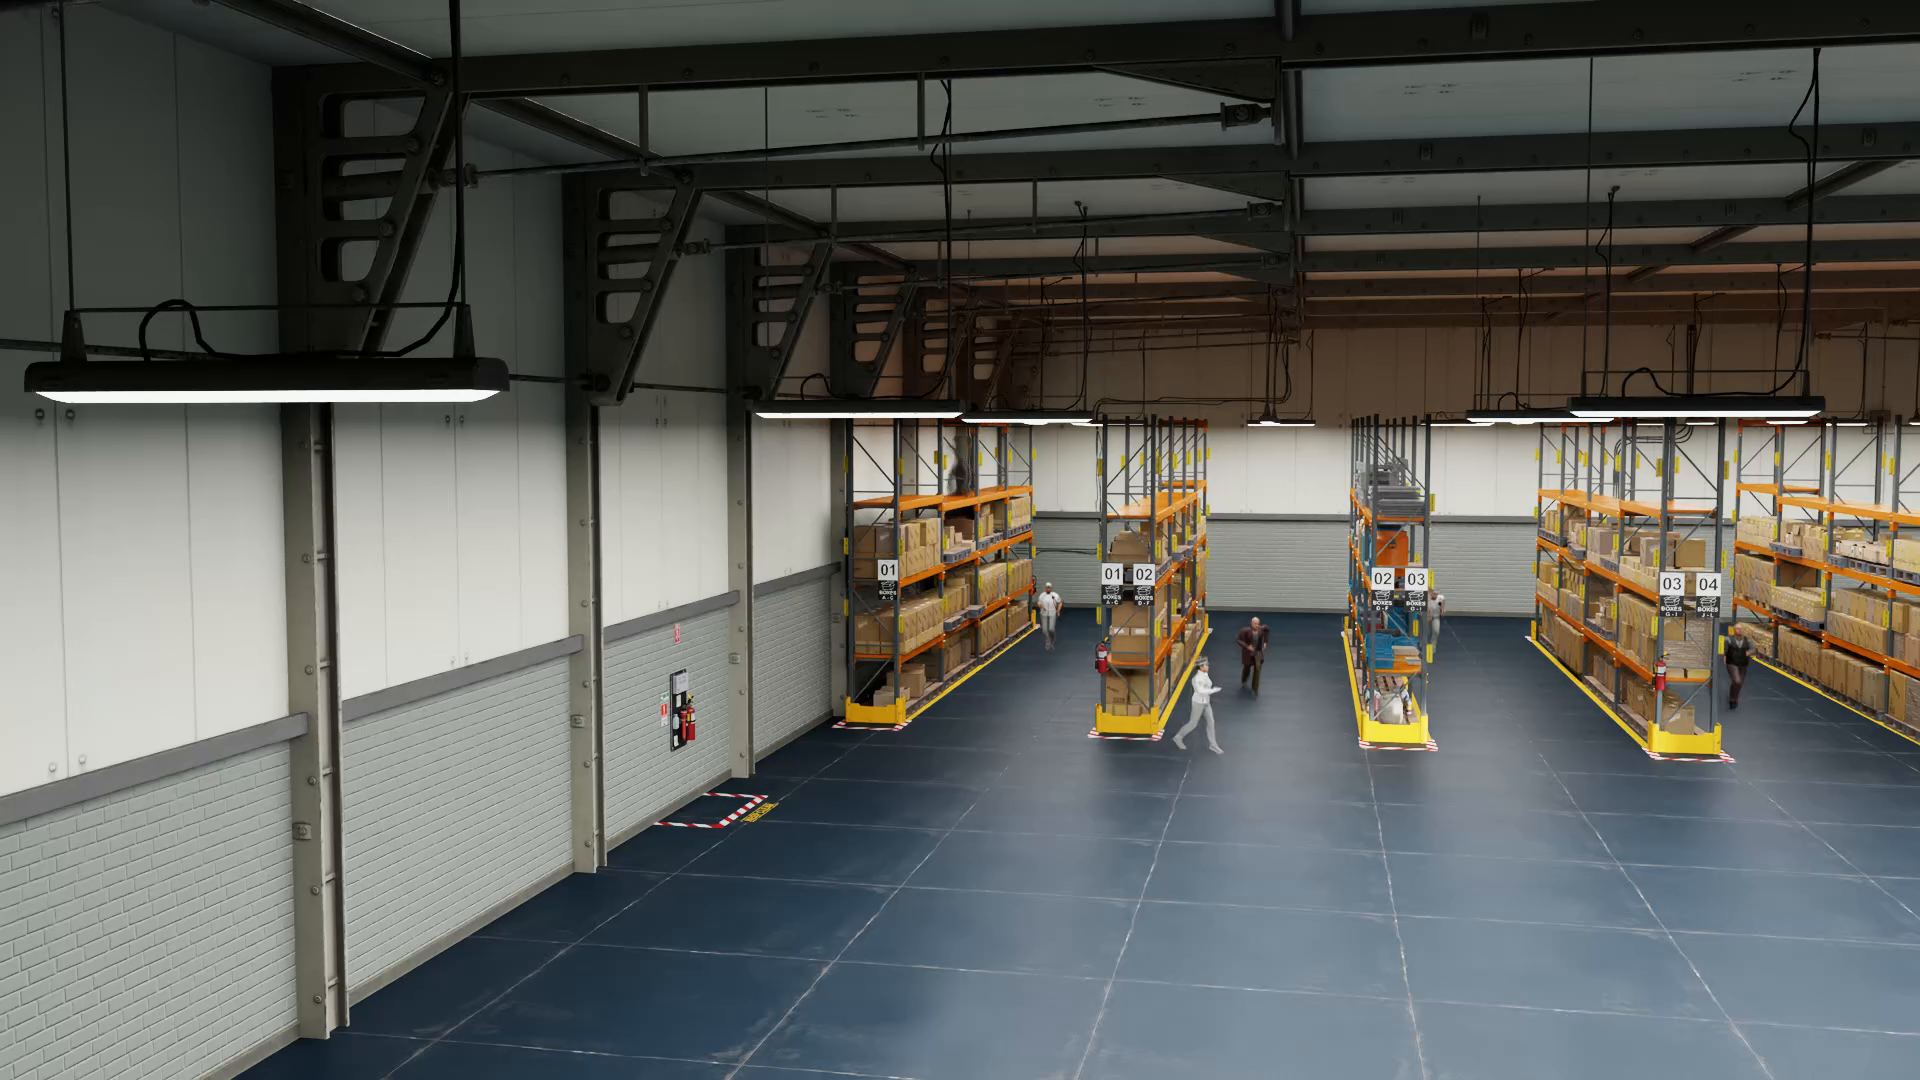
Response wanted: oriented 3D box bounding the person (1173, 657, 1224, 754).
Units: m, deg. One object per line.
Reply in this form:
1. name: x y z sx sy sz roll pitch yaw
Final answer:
1. person: 4.227 2.899 29.316 0.894 1.702 0.598 2 4 27

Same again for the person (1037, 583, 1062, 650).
1. person: 2.194 1.889 41.047 0.592 1.662 0.577 1 4 11

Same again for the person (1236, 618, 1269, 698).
1. person: 6.293 2.504 36.000 0.754 1.743 1.063 0 4 -7

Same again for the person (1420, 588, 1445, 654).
1. person: 12.117 2.060 42.883 0.703 1.720 1.025 0 4 -4

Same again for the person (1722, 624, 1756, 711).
1. person: 15.931 2.603 34.059 0.638 1.769 0.747 0 4 5
